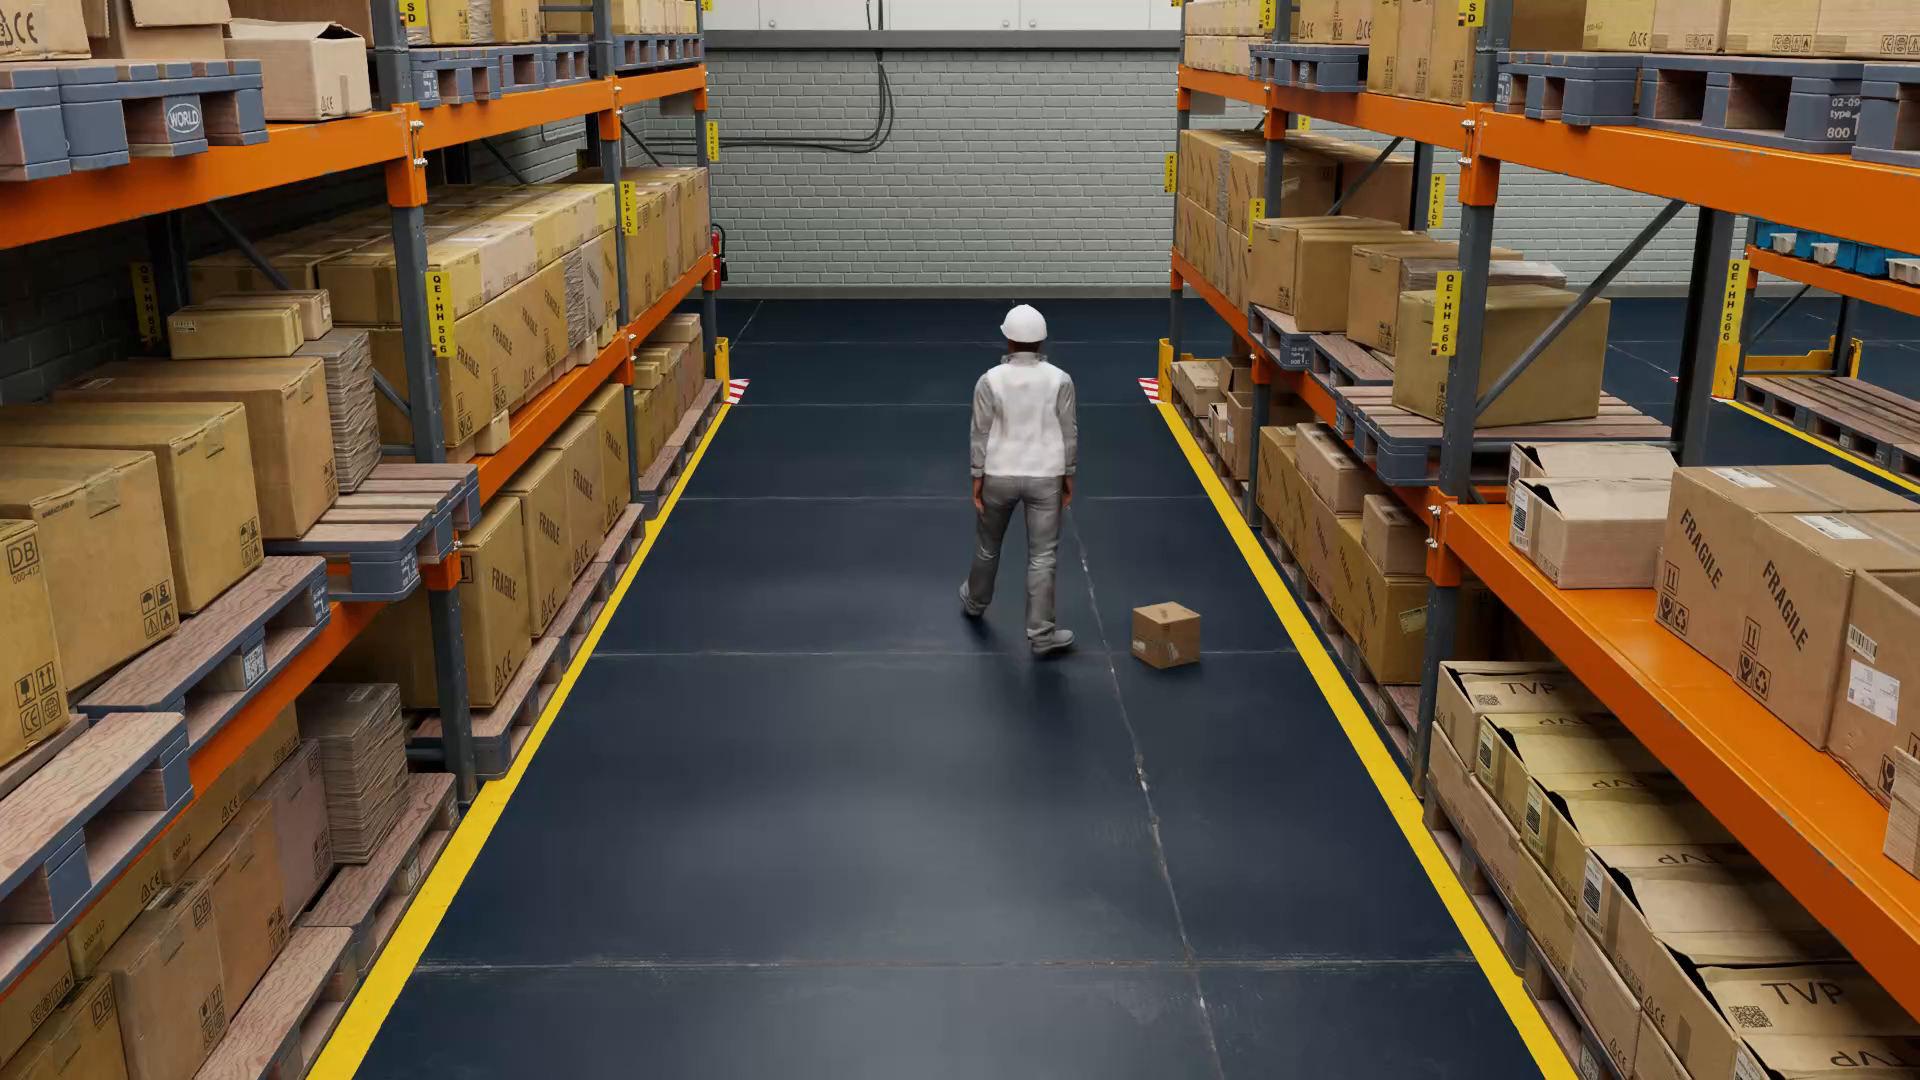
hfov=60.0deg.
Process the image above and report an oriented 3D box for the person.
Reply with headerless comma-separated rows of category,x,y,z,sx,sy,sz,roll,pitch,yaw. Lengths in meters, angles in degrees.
person,0.290,-0.361,8.646,0.647,1.730,0.860,1,17,4
